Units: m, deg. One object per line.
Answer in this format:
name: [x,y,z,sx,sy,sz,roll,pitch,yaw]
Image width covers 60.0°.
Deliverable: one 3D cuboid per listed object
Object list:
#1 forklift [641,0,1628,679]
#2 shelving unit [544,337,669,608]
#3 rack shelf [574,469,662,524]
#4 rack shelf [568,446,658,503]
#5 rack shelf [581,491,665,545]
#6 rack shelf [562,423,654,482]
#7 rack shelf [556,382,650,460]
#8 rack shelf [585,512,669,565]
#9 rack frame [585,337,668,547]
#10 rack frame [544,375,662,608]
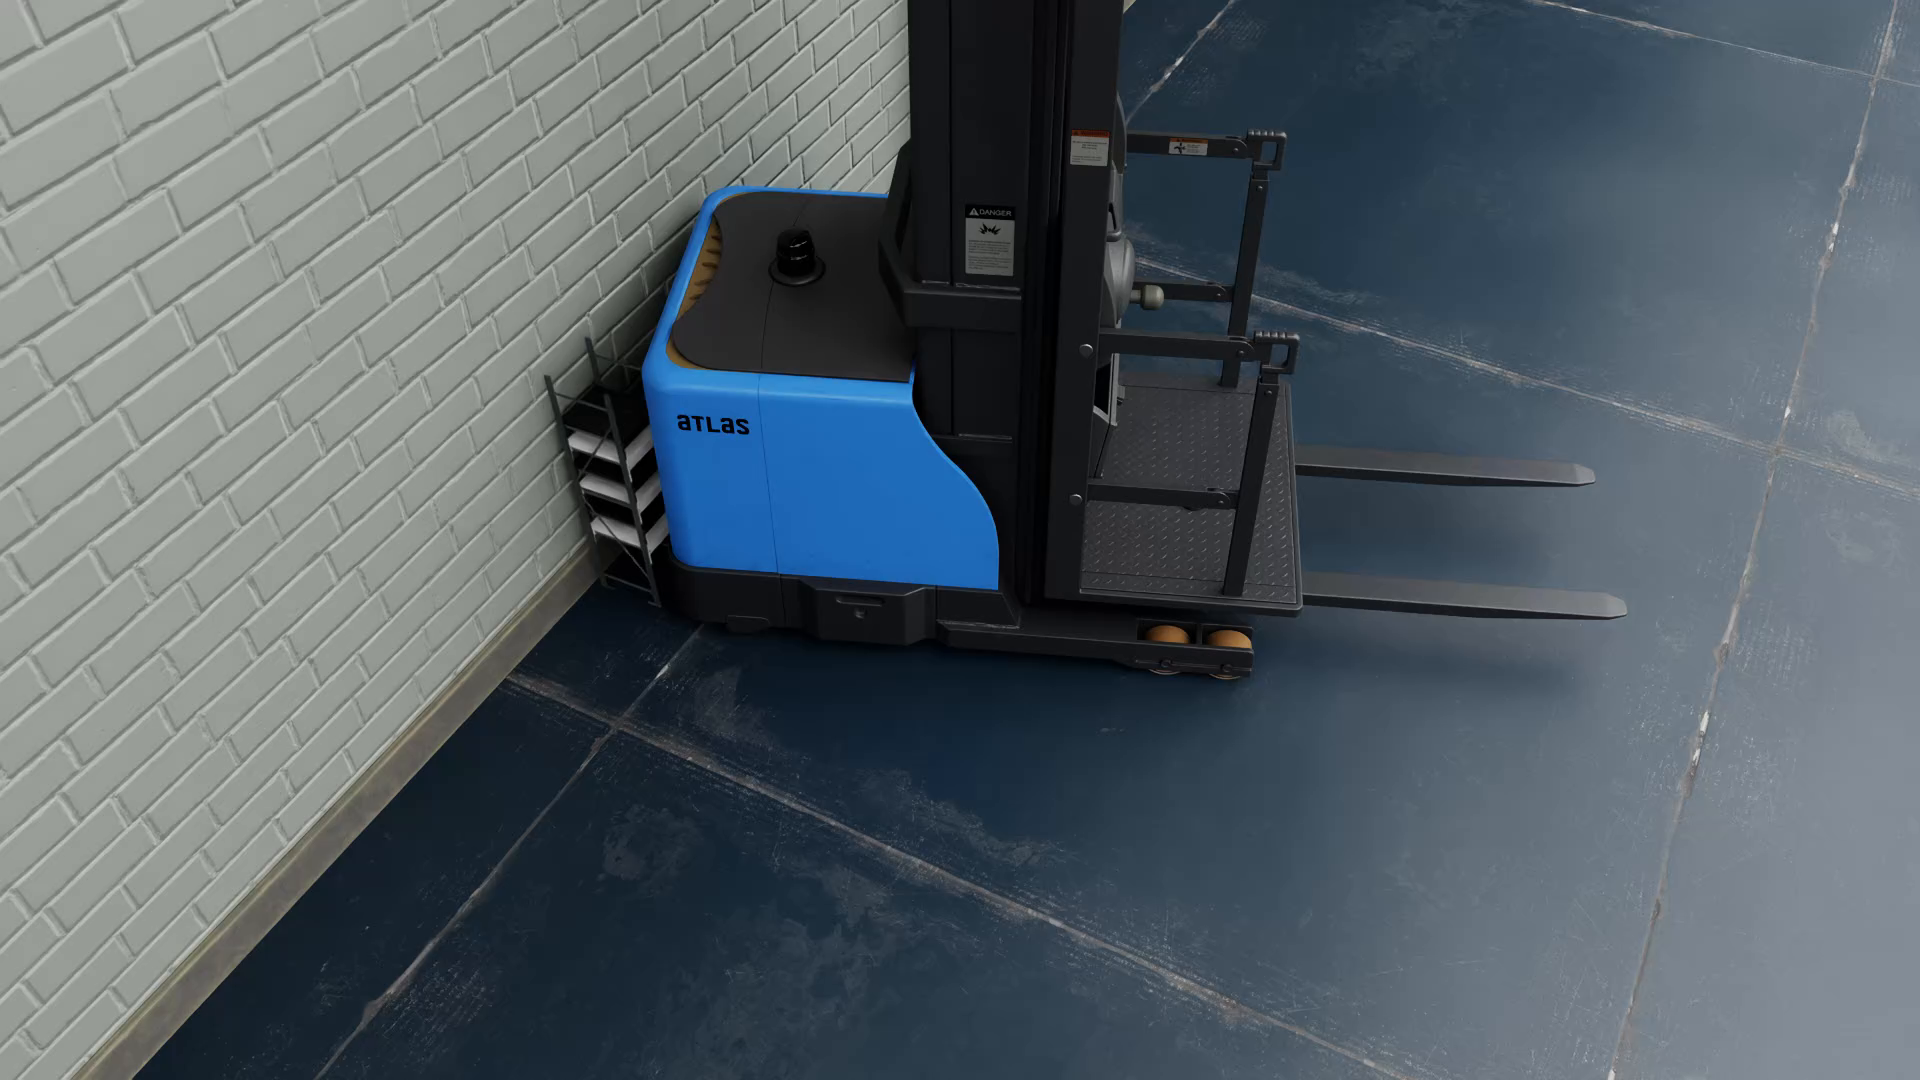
forklift: [0.620,-0.985,4.663,3.031,2.935,1.130,4,45,4]
shelving unit: [-1.071,-0.200,5.307,0.258,0.900,0.210,18,48,21]
rack shelf: [-1.070,-0.176,5.330,0.258,0.077,0.200,18,48,21]
rack shelf: [-1.074,-0.240,5.268,0.258,0.077,0.200,18,48,21]
rack shelf: [-1.066,-0.111,5.393,0.258,0.077,0.200,18,48,21]
rack shelf: [-1.078,-0.305,5.205,0.258,0.077,0.200,18,48,21]
rack shelf: [-1.081,-0.370,5.143,0.258,0.077,0.200,18,48,21]
rack shelf: [-1.062,-0.046,5.455,0.258,0.077,0.200,18,48,21]
rack frame: [-1.024,-0.264,5.370,0.240,0.900,0.006,18,48,21]
rack frame: [-1.118,-0.135,5.243,0.240,0.900,0.006,18,48,21]
